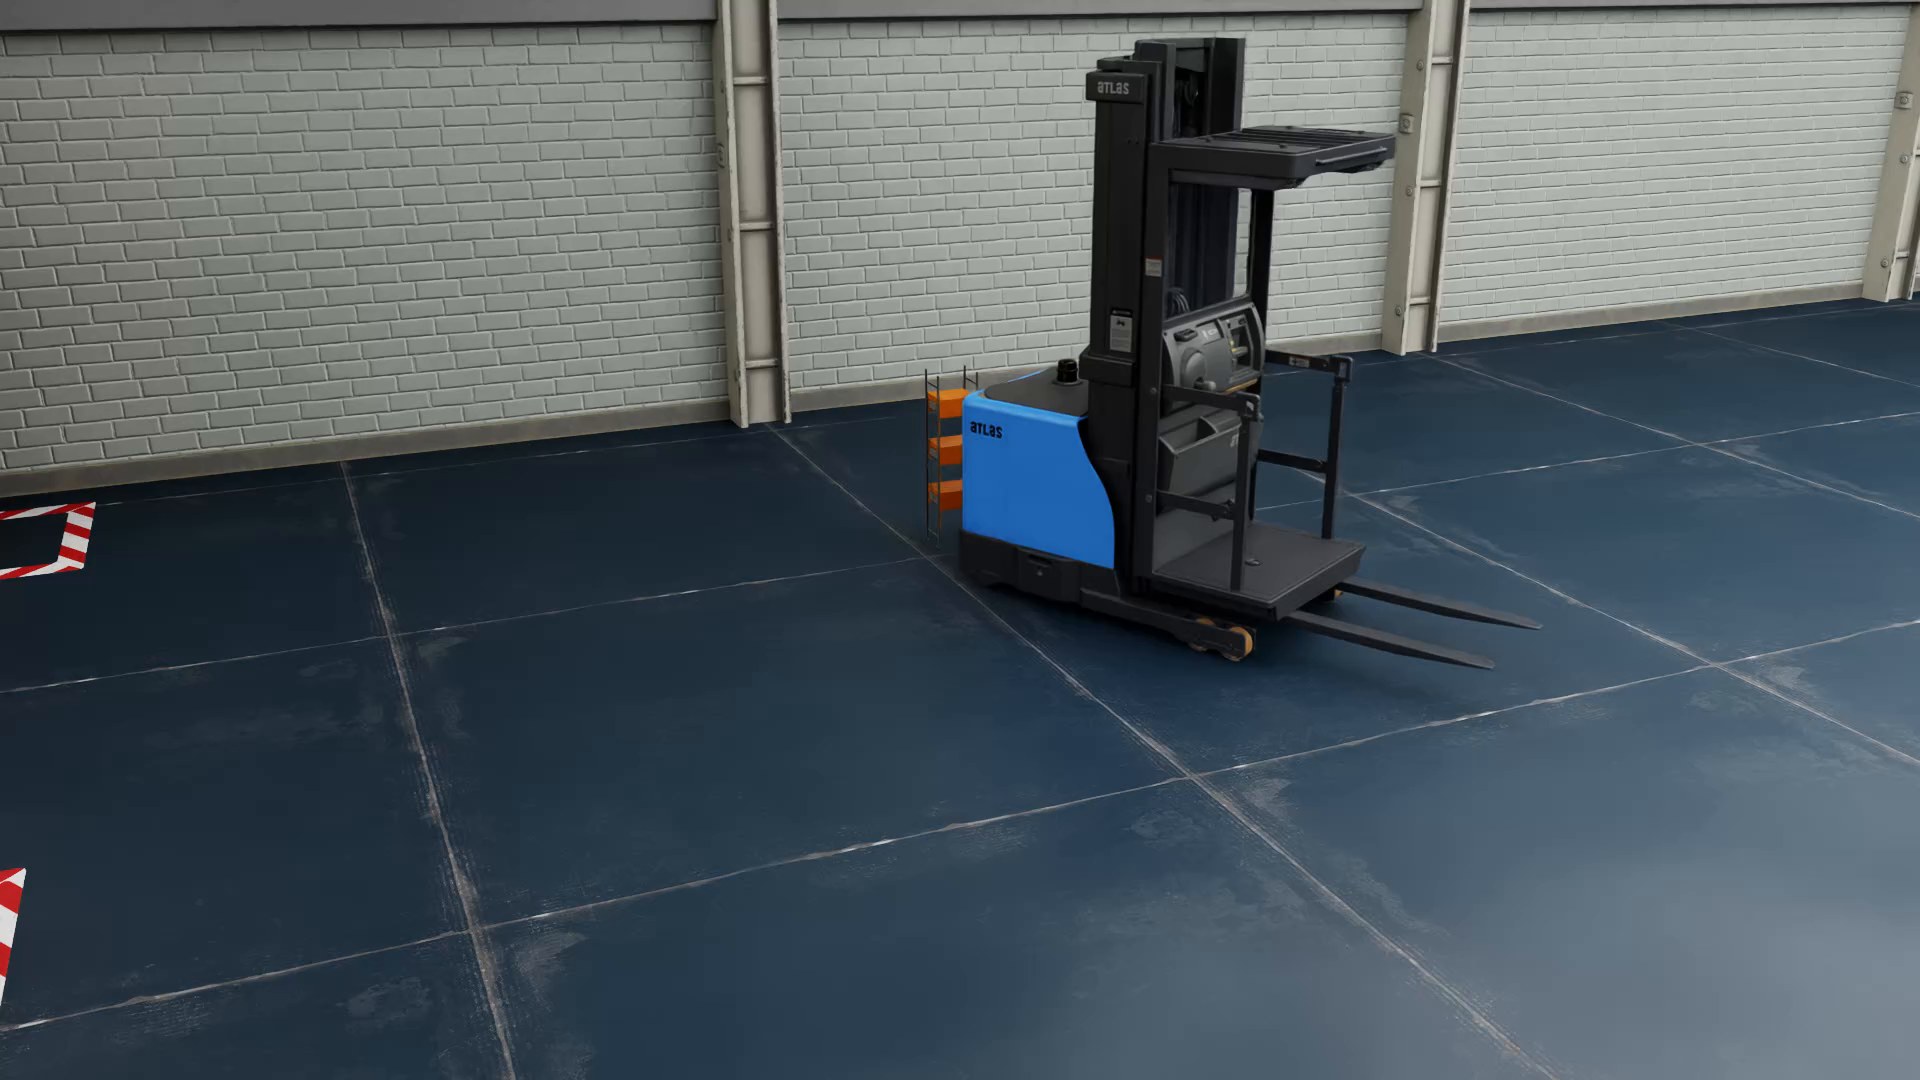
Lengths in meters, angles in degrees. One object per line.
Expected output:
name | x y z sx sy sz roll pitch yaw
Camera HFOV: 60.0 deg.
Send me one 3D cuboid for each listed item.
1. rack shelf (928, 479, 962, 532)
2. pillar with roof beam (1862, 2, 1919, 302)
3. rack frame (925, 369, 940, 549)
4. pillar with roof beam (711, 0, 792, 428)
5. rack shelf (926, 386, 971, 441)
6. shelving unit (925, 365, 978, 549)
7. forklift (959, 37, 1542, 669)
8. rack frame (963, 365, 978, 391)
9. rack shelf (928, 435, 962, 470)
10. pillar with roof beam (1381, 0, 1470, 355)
rack shelf | -0.049 -0.216 9.923 0.240 0.259 0.215 -8 21 -22
pillar with roof beam | 11.212 -5.419 11.863 0.400 9.000 9.100 -8 21 -22
rack frame | -0.161 -0.472 9.782 0.008 1.050 0.200 -8 21 -22
pillar with roof beam | 0.193 -3.840 7.380 0.400 9.000 9.100 -8 21 -22
rack shelf | -0.049 -0.746 9.737 0.240 0.259 0.215 -8 21 -22
shelving unit | -0.049 -0.488 9.828 0.252 1.050 0.215 -8 21 -22
forklift | 1.467 -0.978 8.387 3.031 2.935 1.130 15 24 36
rack frame | 0.063 -0.504 9.873 0.008 1.050 0.200 -8 21 -22
rack shelf | -0.049 -0.478 9.831 0.240 0.259 0.215 -8 21 -22
pillar with roof beam | 5.702 -4.630 9.621 0.400 9.000 9.100 -8 21 -22
